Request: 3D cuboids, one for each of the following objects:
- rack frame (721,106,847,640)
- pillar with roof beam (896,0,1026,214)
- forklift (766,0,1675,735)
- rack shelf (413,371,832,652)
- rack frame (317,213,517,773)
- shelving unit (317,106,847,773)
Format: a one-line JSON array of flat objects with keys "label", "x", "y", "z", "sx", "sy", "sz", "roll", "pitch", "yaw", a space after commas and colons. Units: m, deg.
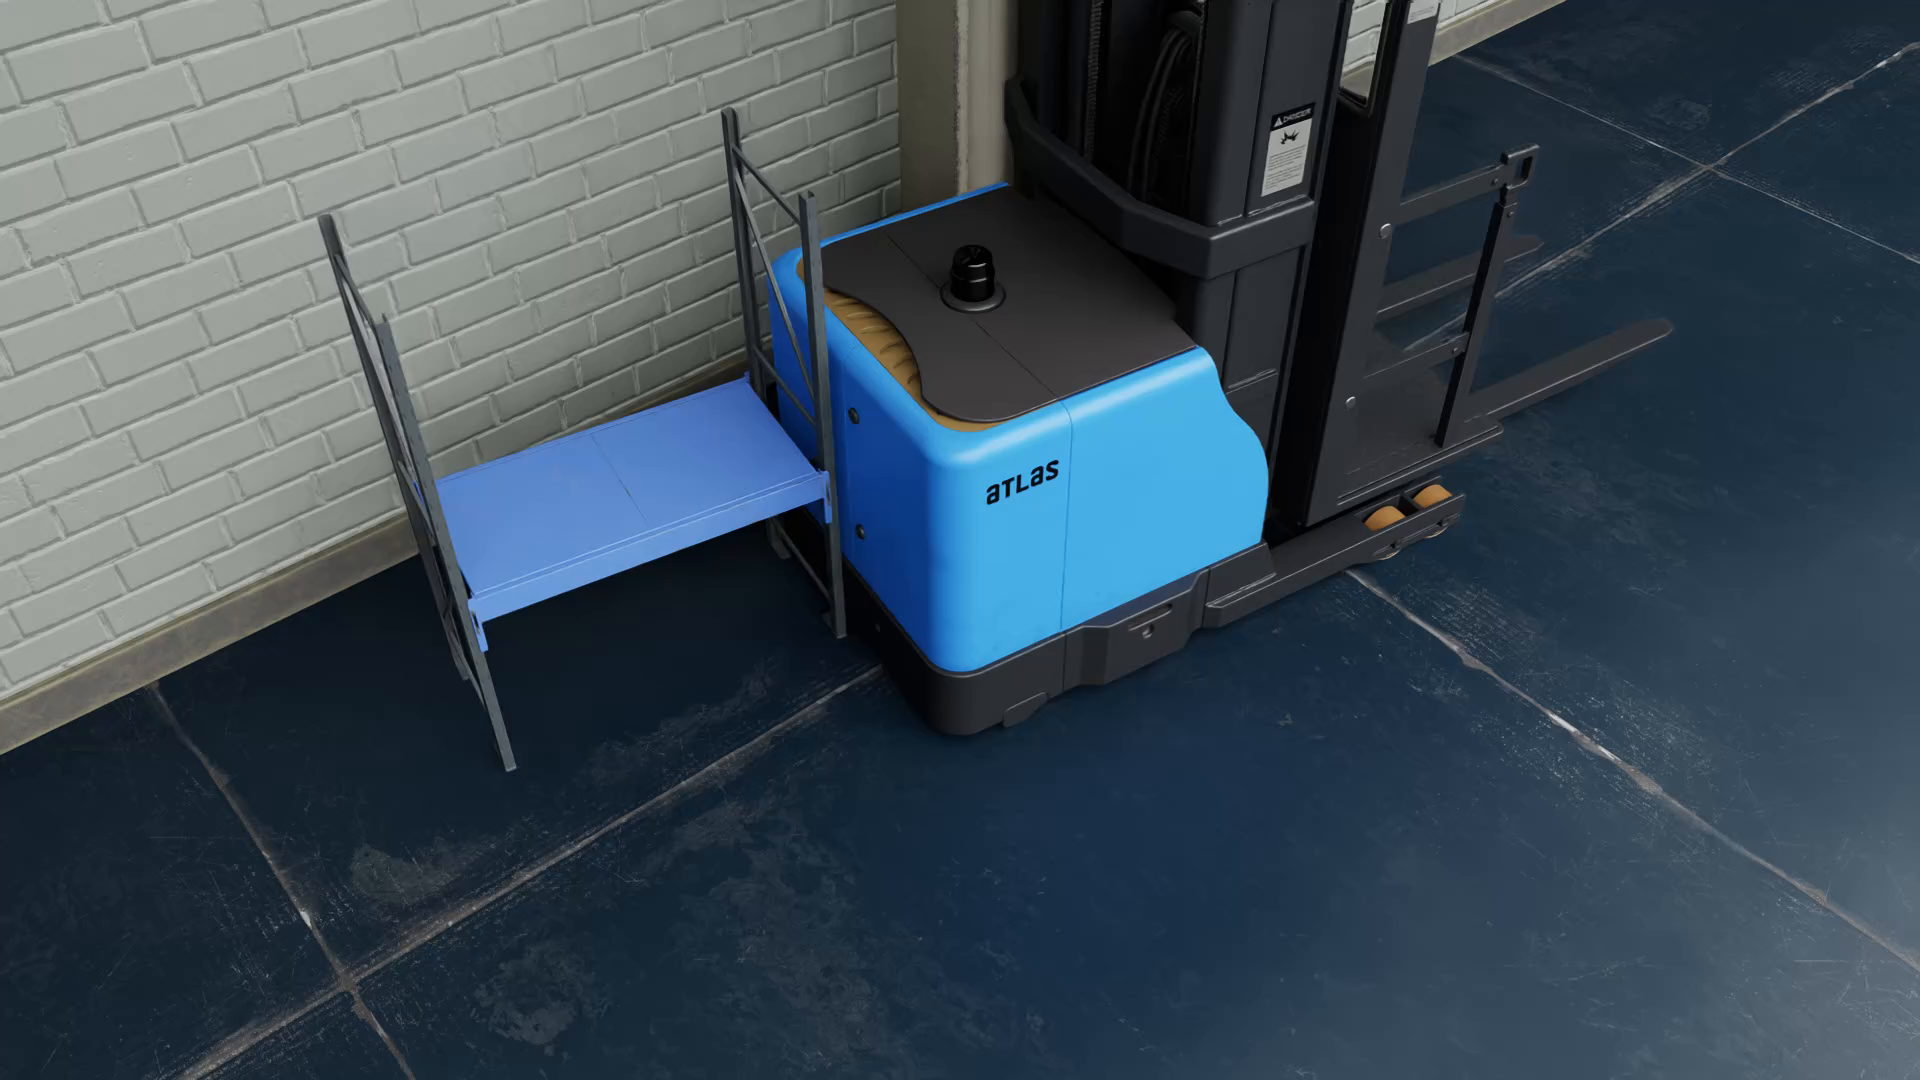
[{"label": "rack frame", "x": -0.473, "y": -0.405, "z": 4.585, "sx": 0.032, "sy": 1.500, "sz": 0.500, "roll": -21, "pitch": 47, "yaw": -21}, {"label": "pillar with roof beam", "x": 2.803, "y": -1.867, "z": 0.664, "sx": 0.400, "sy": 9.000, "sz": 9.100, "roll": -30, "pitch": 51, "yaw": -28}, {"label": "forklift", "x": 0.987, "y": -1.295, "z": 4.488, "sx": 3.031, "sy": 2.935, "sz": 1.130, "roll": -23, "pitch": 48, "yaw": -22}, {"label": "rack shelf", "x": -0.914, "y": -0.101, "z": 4.525, "sx": 1.000, "sy": 0.185, "sz": 0.538, "roll": -21, "pitch": 47, "yaw": -21}, {"label": "rack frame", "x": -1.356, "y": -0.060, "z": 4.219, "sx": 0.032, "sy": 1.500, "sz": 0.500, "roll": -21, "pitch": 47, "yaw": -21}, {"label": "shelving unit", "x": -0.914, "y": -0.233, "z": 4.402, "sx": 1.048, "sy": 1.500, "sz": 0.538, "roll": -21, "pitch": 47, "yaw": -21}]
